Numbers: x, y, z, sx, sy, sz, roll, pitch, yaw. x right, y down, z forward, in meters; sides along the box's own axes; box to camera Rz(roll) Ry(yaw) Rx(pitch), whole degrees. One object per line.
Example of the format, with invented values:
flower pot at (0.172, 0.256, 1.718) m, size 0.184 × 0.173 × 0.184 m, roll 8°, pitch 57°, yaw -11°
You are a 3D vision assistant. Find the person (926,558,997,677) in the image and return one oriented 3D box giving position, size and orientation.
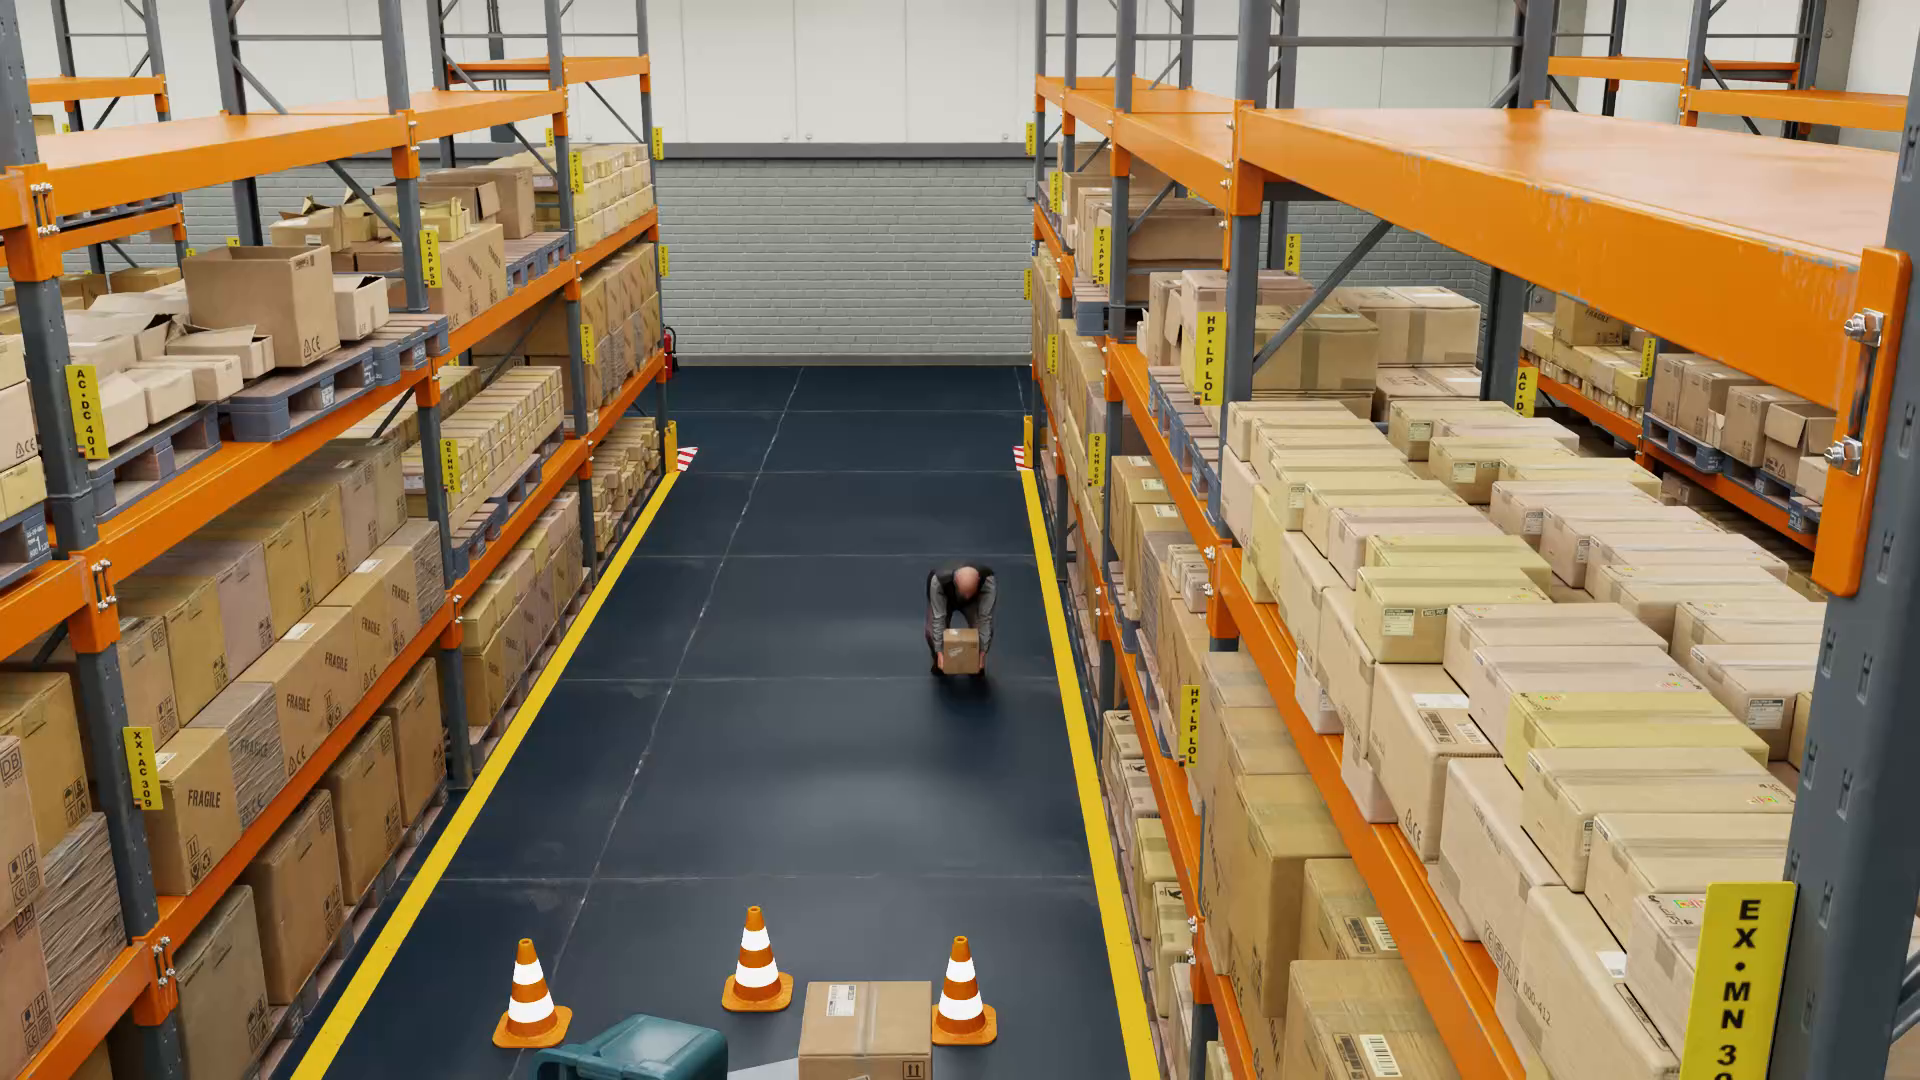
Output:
person at (0.000, 0.519, 12.106) m, size 0.509 × 0.897 × 0.890 m, roll -1°, pitch 17°, yaw -2°
